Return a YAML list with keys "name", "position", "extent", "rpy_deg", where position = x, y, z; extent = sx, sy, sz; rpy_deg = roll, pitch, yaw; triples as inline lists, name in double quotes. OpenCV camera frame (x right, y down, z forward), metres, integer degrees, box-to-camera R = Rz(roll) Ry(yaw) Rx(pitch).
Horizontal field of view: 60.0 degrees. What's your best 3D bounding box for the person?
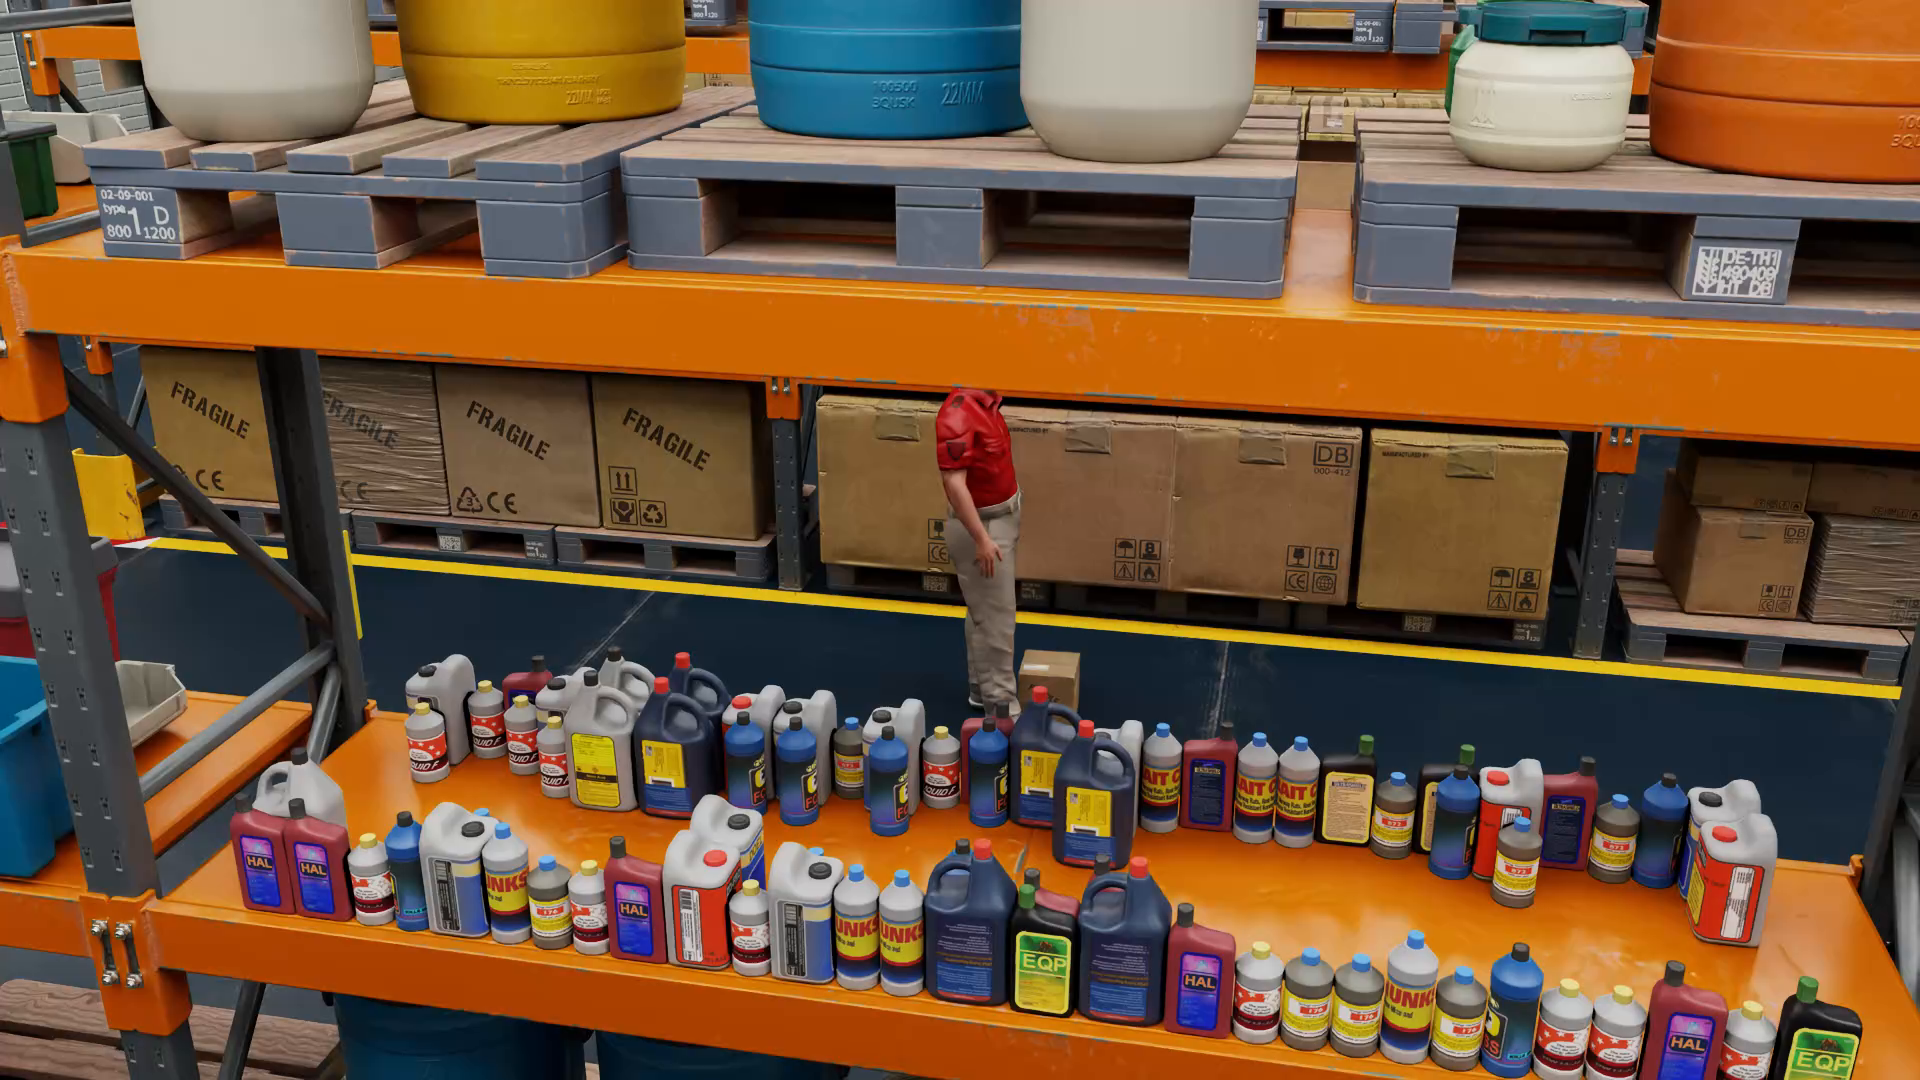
- name: "person"
  position: [0.194, -0.033, 7.170]
  extent: [0.551, 1.727, 0.639]
  rpy_deg: [4, 22, 9]
